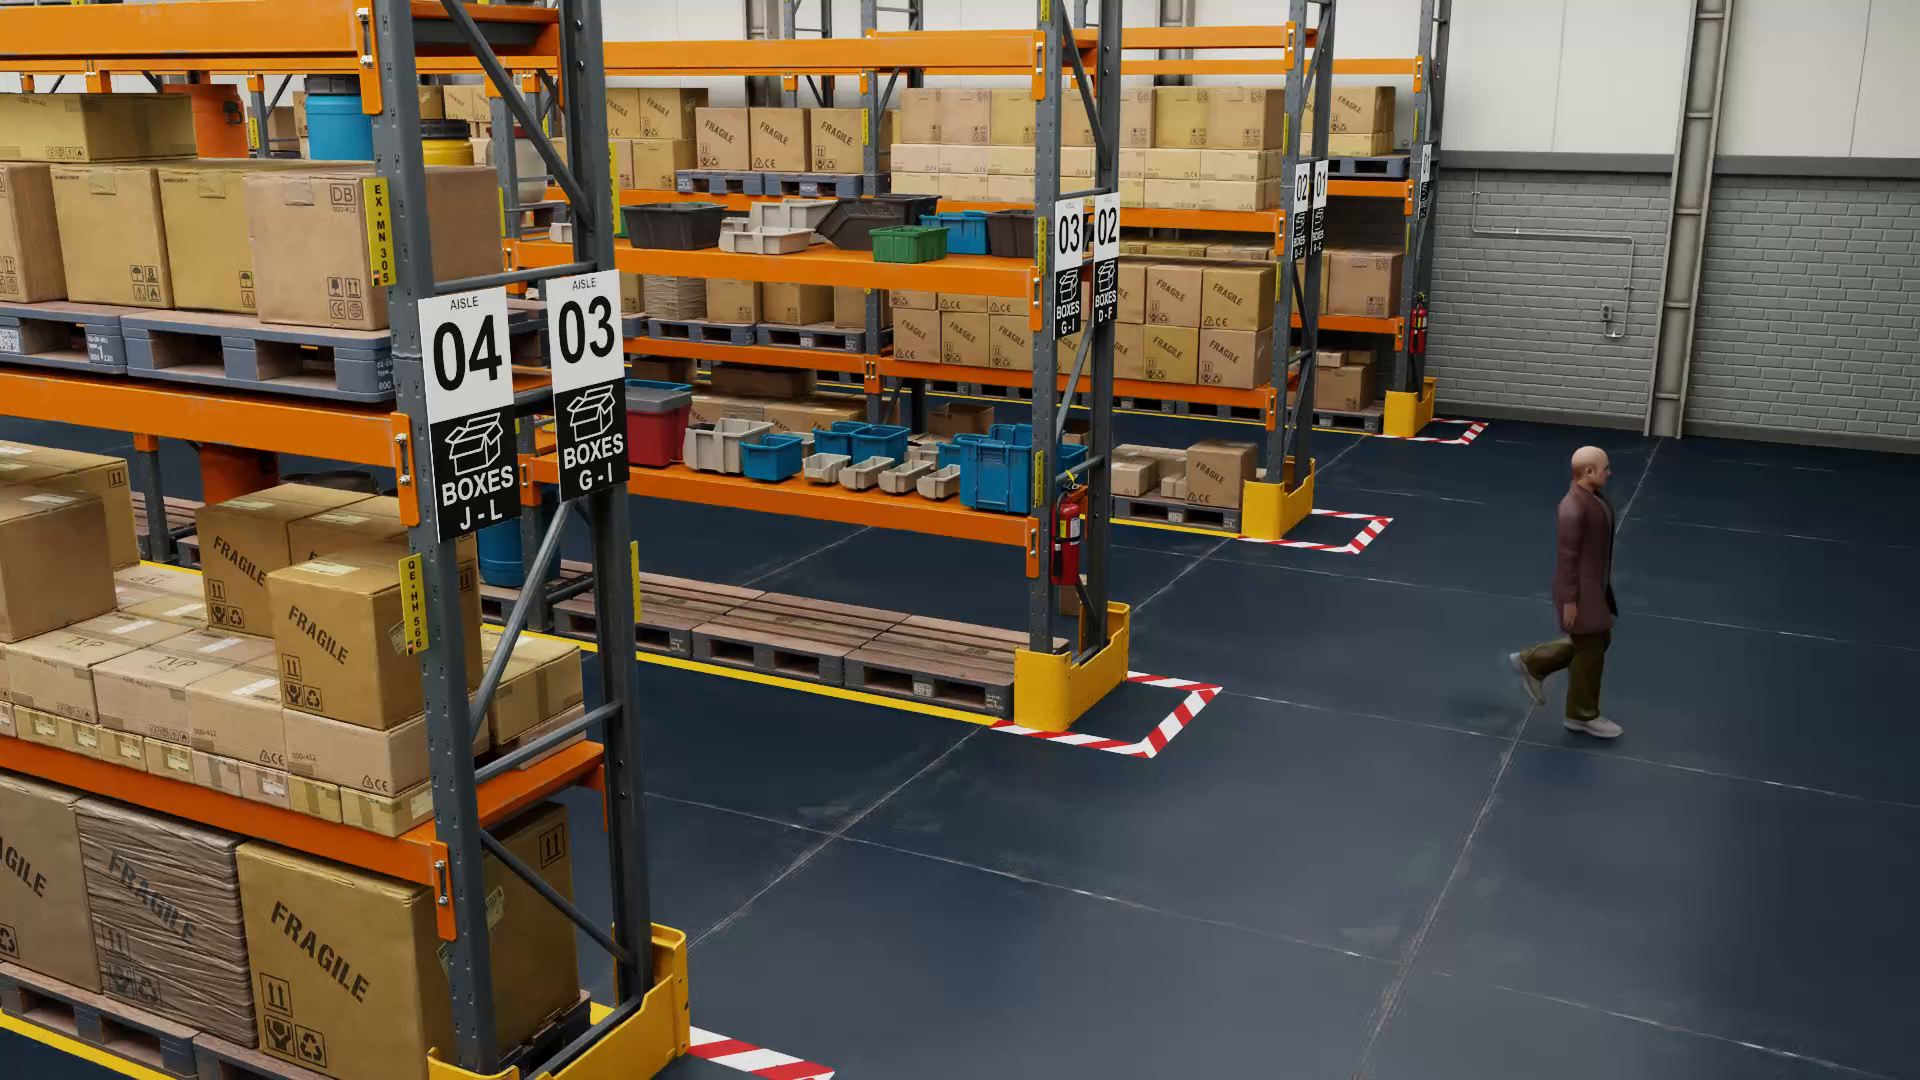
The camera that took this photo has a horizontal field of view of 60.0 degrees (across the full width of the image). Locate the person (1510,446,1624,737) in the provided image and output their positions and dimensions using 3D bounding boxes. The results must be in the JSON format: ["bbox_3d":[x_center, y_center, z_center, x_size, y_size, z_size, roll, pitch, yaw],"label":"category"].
[{"bbox_3d":[3.732,0.286,10.081,0.776,1.759,0.615,11,19,35],"label":"person"}]
